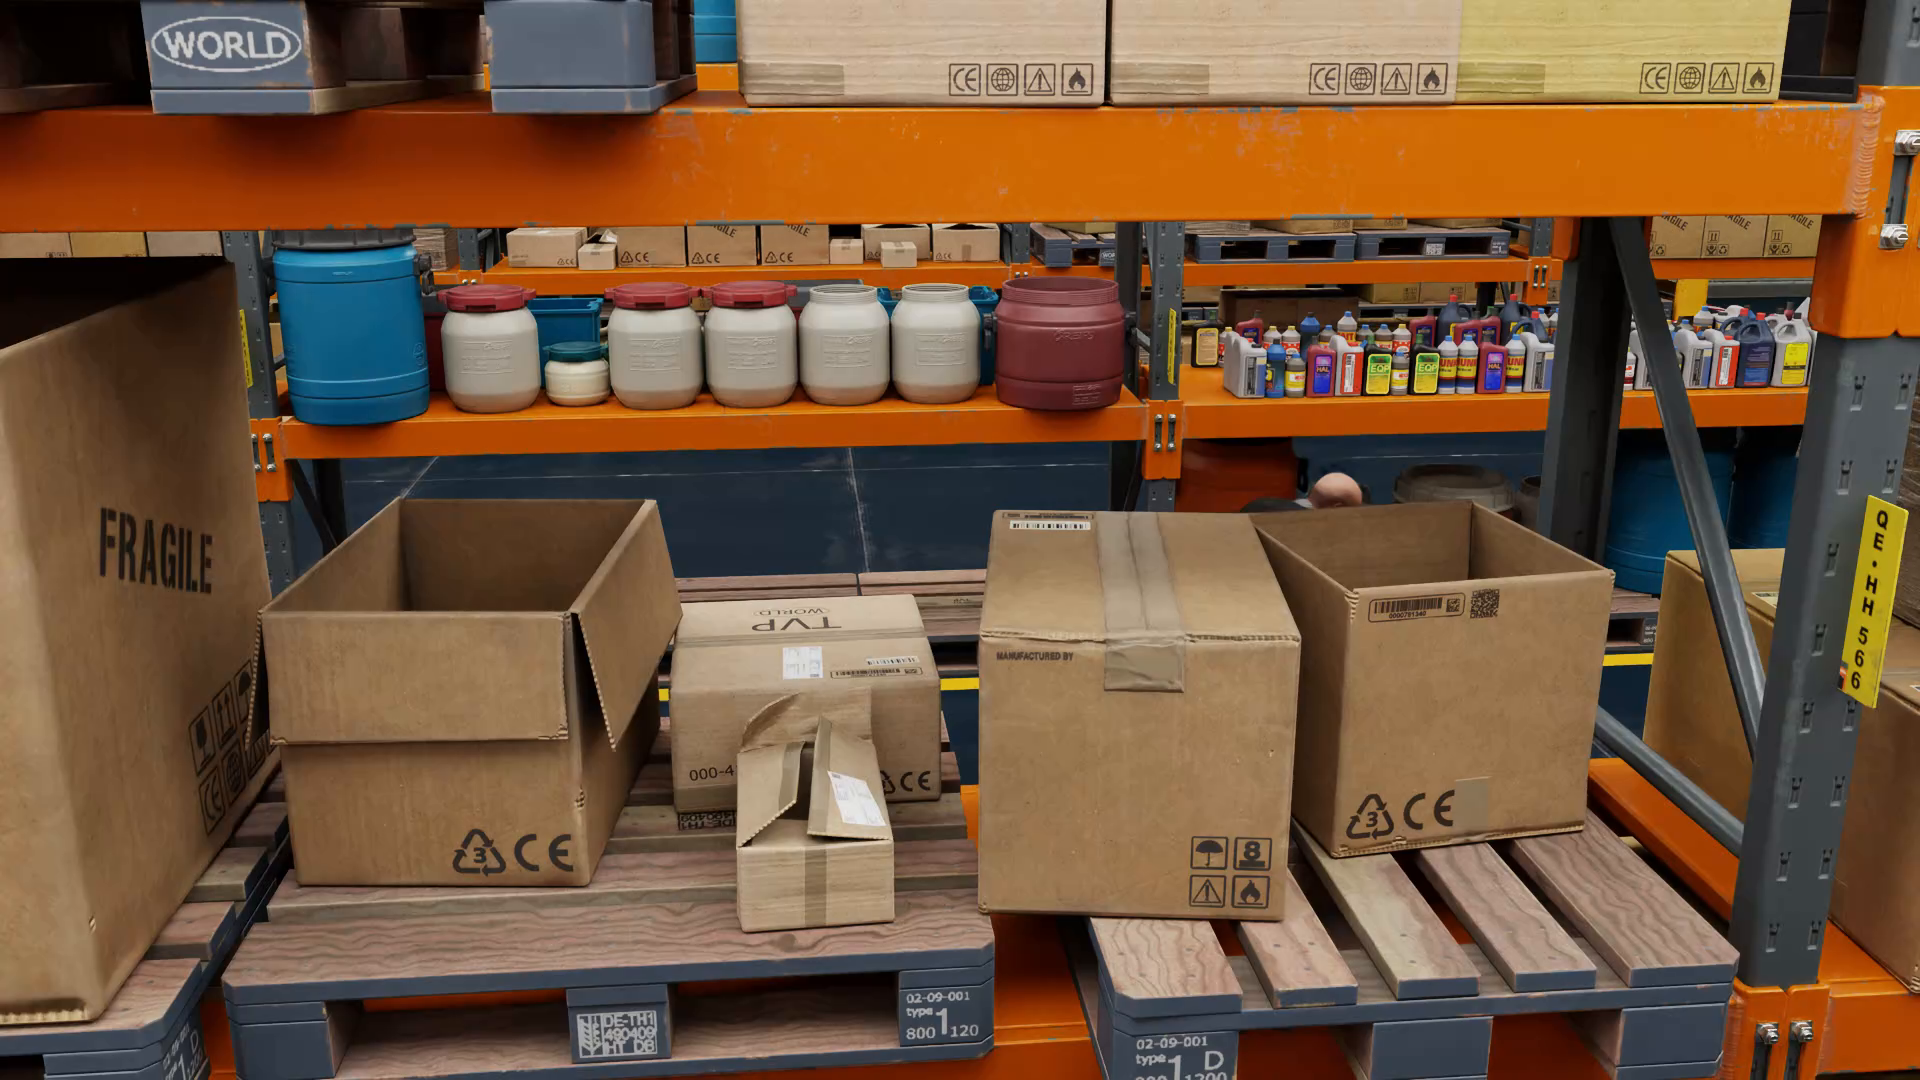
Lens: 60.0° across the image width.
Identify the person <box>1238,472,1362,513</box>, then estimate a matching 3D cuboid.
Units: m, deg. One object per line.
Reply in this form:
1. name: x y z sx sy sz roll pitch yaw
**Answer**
1. person: 1.191 0.364 6.633 0.771 1.286 0.587 -2 17 -6
